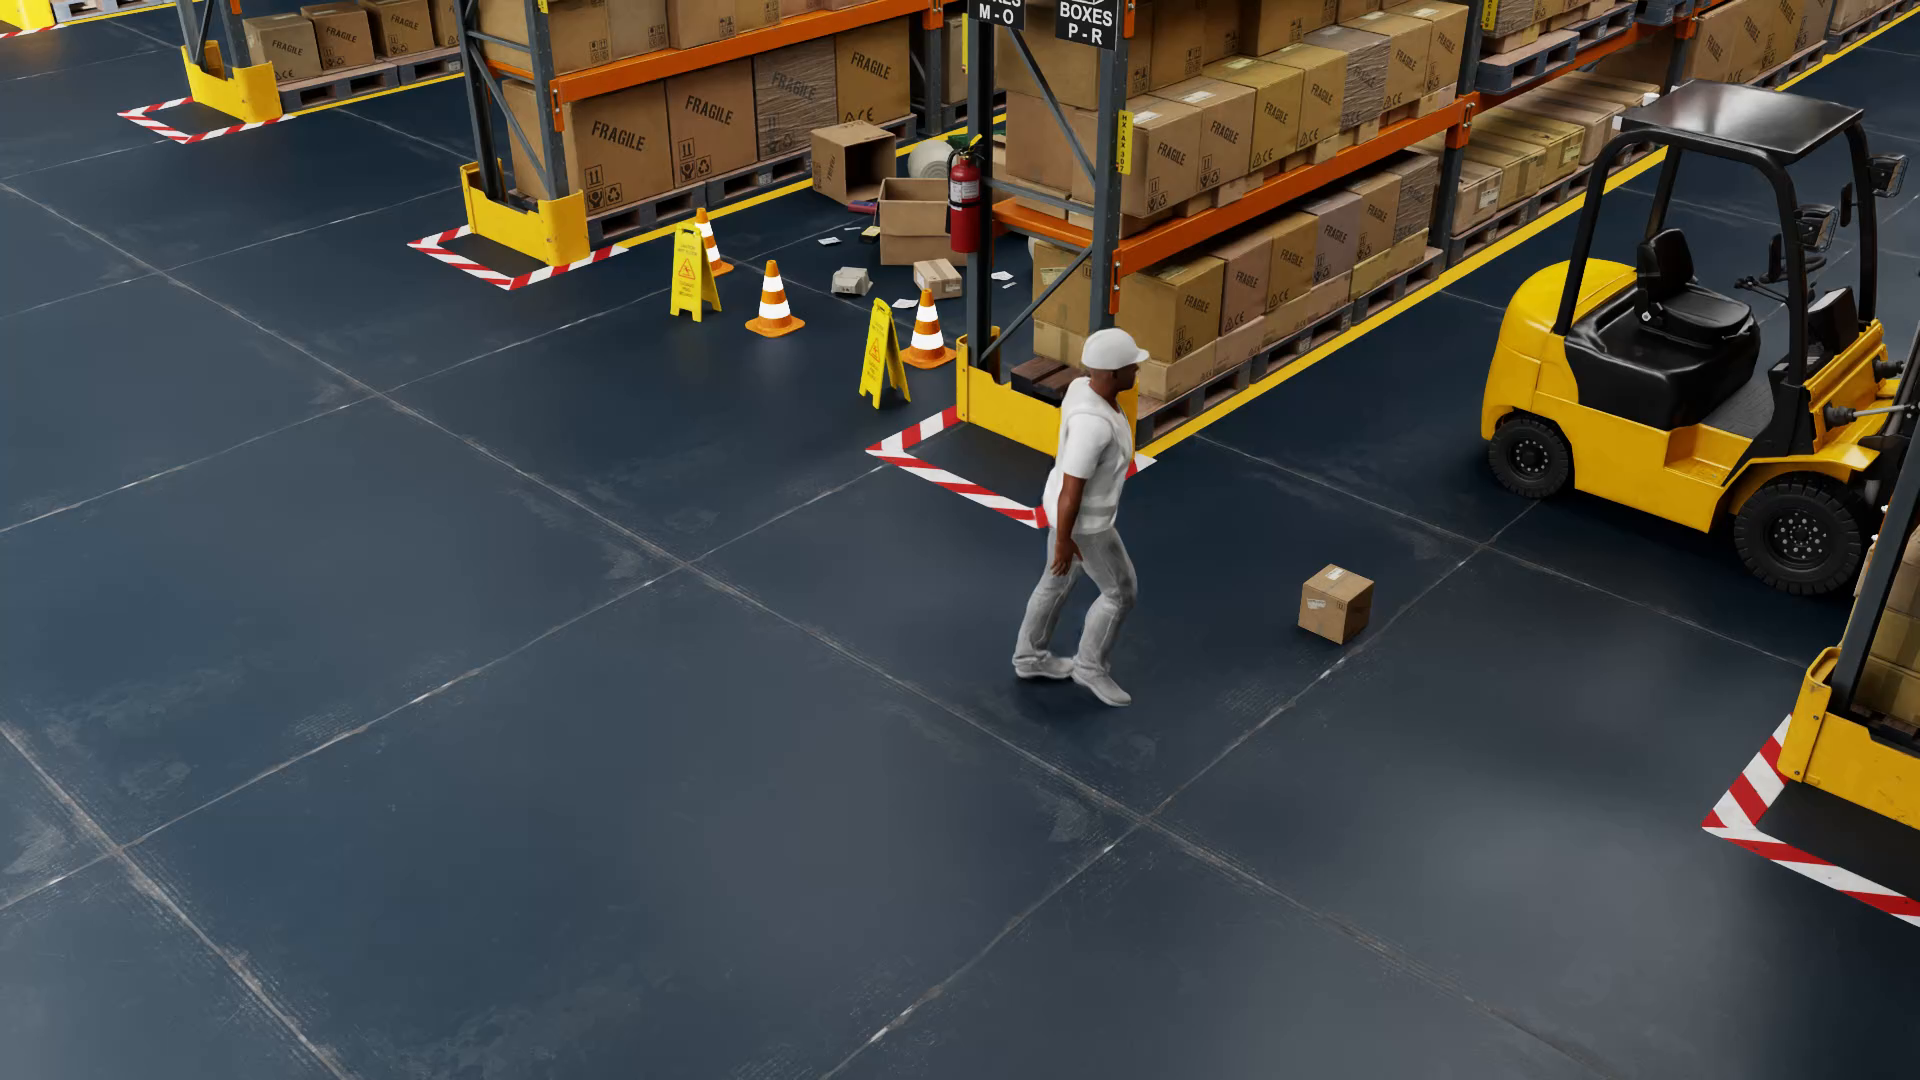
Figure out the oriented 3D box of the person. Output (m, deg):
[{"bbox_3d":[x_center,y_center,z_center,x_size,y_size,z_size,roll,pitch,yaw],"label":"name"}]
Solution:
[{"bbox_3d":[0.523,-0.100,7.409,0.564,1.783,0.606,-2,31,-3],"label":"person"}]
